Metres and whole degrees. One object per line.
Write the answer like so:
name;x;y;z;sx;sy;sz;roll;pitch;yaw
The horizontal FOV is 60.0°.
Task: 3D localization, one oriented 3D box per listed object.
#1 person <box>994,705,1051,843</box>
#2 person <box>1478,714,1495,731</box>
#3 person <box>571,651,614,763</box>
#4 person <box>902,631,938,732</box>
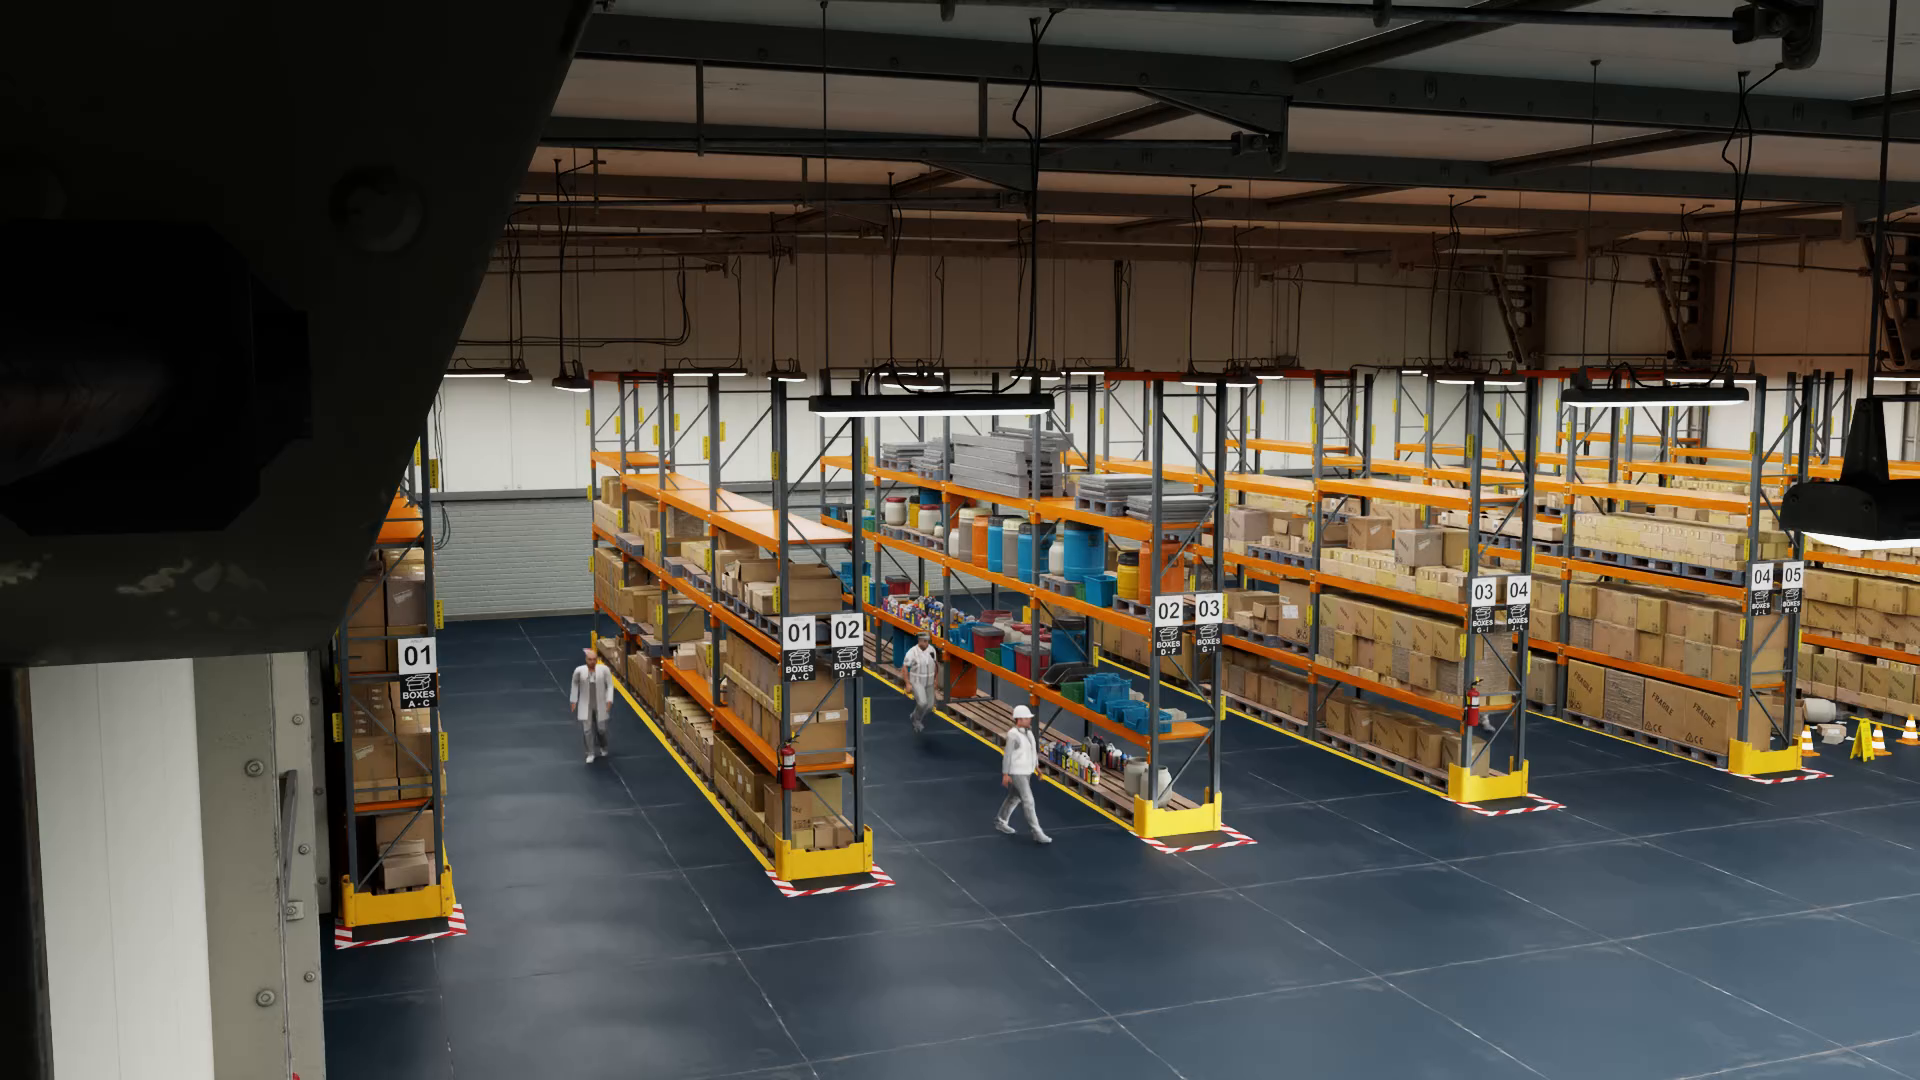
person;0.853;3.025;21.751;0.947;1.729;0.585;3;7;26
person;8.916;2.367;28.174;0.491;1.615;0.947;-2;7;-14
person;-5.756;2.576;26.041;0.673;1.763;0.641;-1;6;-10
person;-0.650;2.327;27.099;0.626;1.742;0.708;-4;8;-33
